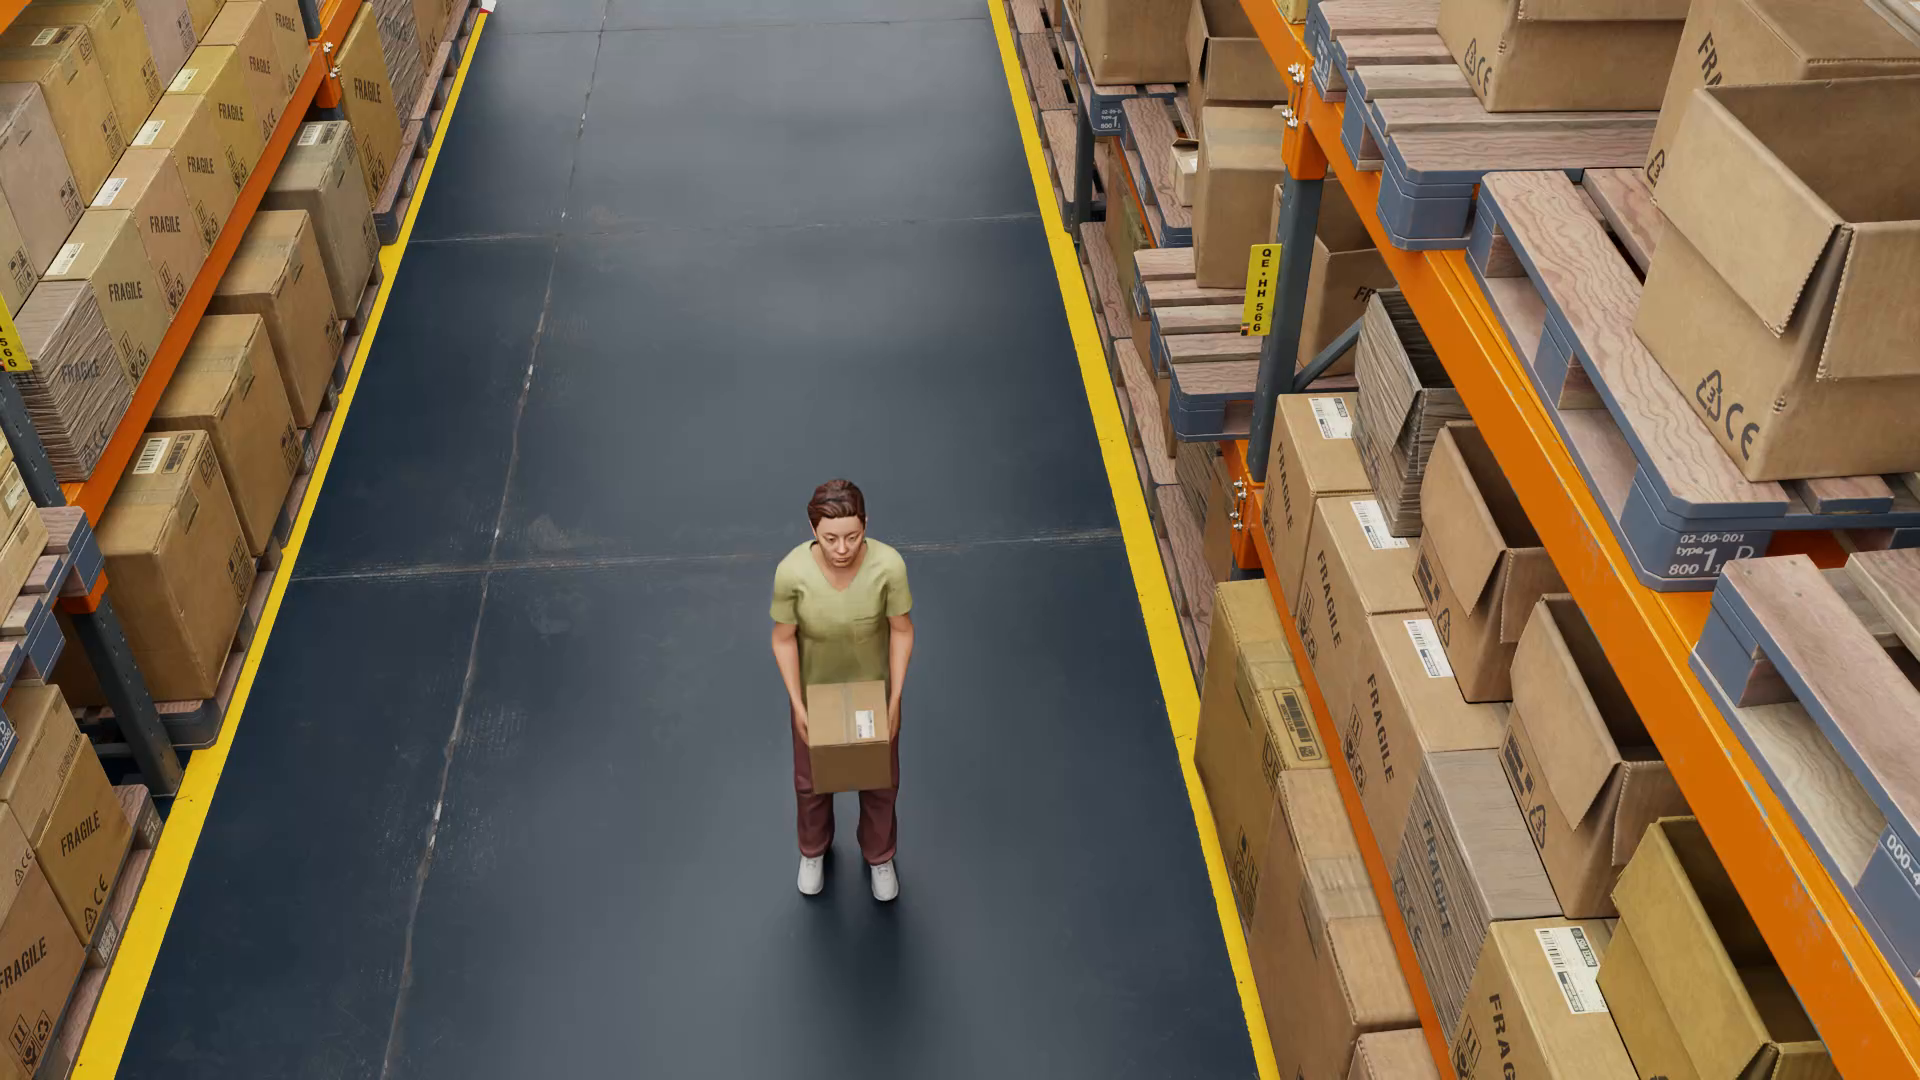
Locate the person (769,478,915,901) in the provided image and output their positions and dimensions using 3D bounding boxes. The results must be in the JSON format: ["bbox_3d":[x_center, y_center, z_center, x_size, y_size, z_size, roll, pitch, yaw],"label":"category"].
[{"bbox_3d":[-0.374,0.523,5.514,0.466,1.675,0.452,-4,39,-4],"label":"person"}]
